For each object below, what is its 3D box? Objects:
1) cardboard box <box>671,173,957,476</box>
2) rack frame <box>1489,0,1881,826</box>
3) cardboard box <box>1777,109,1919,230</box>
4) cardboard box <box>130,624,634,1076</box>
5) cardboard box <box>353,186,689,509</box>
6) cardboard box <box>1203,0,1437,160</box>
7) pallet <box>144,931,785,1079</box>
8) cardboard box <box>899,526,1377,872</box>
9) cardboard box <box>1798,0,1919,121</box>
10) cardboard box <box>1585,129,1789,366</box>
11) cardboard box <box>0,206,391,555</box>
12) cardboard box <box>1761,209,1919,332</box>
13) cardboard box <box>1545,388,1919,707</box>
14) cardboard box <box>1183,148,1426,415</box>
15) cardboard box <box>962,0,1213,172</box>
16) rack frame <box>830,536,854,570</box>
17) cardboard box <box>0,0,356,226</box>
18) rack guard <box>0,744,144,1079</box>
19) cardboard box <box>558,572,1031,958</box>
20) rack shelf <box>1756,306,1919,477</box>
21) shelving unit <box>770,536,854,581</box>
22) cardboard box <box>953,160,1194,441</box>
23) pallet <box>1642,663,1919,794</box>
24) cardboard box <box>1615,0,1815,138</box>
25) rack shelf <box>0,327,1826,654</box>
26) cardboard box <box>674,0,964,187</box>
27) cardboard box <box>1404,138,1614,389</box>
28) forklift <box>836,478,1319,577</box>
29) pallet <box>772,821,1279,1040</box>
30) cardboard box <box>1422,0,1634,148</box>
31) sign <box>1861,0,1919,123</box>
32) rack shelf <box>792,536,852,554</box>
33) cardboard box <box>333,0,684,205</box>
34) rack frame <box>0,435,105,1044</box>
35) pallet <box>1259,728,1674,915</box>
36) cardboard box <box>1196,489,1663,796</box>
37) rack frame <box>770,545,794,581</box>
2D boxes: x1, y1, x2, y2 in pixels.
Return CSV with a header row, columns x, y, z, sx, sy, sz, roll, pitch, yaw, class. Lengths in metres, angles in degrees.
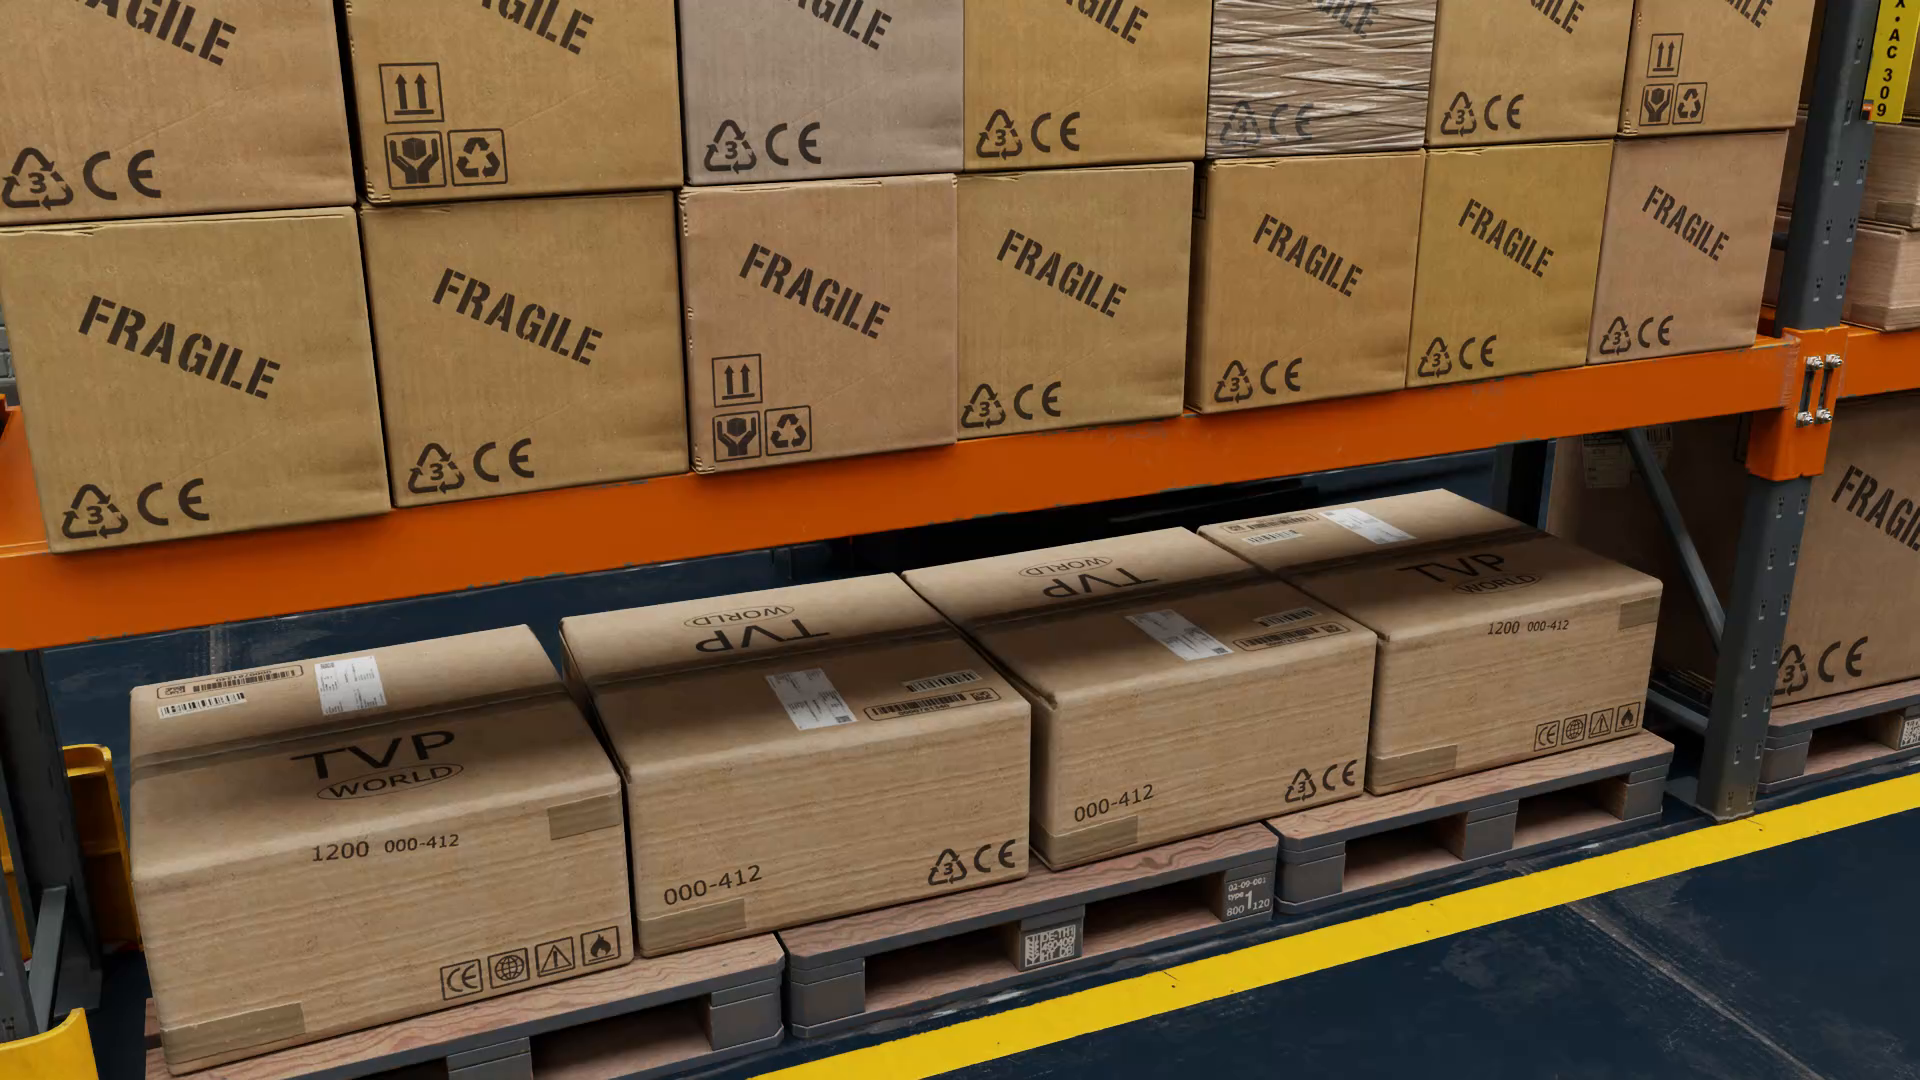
x,y,z,sx,sy,sz,roll,pitch,yaw,class
-0.332,-0.455,3.148,0.500,0.500,0.500,-8,21,-22,cardboard box
1.859,-0.822,4.341,0.127,3.000,1.000,-8,21,-22,rack frame
2.375,-0.959,4.203,0.500,0.250,0.500,-9,21,-23,cardboard box
-1.248,0.597,3.536,0.875,0.438,0.875,-9,21,-24,cardboard box
-0.806,-0.394,2.974,0.500,0.500,0.500,-8,21,-23,cardboard box
0.602,-1.061,3.362,0.500,0.500,0.500,-8,21,-21,cardboard box
-1.111,0.890,3.676,1.213,0.211,1.003,-8,21,-22,pallet
0.418,0.356,4.220,0.875,0.438,0.875,-9,21,-24,cardboard box
2.377,-1.311,4.074,0.500,0.500,0.500,-8,21,-21,cardboard box
1.534,-0.731,3.930,0.500,0.500,0.500,-8,21,-21,cardboard box
-1.260,-0.319,2.761,0.500,0.500,0.500,-8,21,-22,cardboard box
2.367,-0.729,4.302,0.500,0.250,0.500,-9,21,-23,cardboard box
2.396,-0.124,4.925,0.875,0.875,0.875,-7,21,-20,cardboard box
0.608,-0.591,3.532,0.500,0.500,0.500,-8,21,-23,cardboard box
0.138,-0.997,3.182,0.500,0.500,0.500,-8,21,-22,cardboard box
-0.447,-0.411,6.109,0.008,1.050,0.200,-10,22,-27,rack frame
-1.260,-0.791,2.597,0.500,0.500,0.500,-9,21,-23,cardboard box
-1.836,0.886,3.253,0.348,0.500,1.175,-8,21,-22,rack guard
-0.411,0.474,3.885,0.875,0.438,0.875,-8,21,-20,cardboard box
3.695,-0.746,5.208,4.000,0.370,1.077,-8,21,-22,rack shelf
-0.554,-0.392,6.054,0.252,1.050,0.215,-10,22,-27,shelving unit
0.121,-0.526,3.350,0.500,0.500,0.500,-7,21,-20,cardboard box
2.537,0.368,5.158,1.213,0.211,1.003,-8,21,-22,pallet
1.535,-1.195,3.743,0.500,0.500,0.500,-8,21,-22,cardboard box
0.022,-0.220,3.714,4.000,0.370,1.077,-8,21,-22,rack shelf
-0.319,-0.931,2.995,0.500,0.500,0.500,-8,21,-22,cardboard box
1.064,-0.661,3.733,0.500,0.500,0.500,-9,21,-23,cardboard box
0.862,-1.558,6.533,3.031,2.935,1.130,-10,22,-27,forklift
0.008,0.731,4.129,1.213,0.211,1.003,-8,21,-22,pallet
1.066,-1.131,3.561,0.500,0.500,0.500,-8,21,-23,cardboard box
2.080,-1.099,3.704,0.005,0.325,0.100,-8,21,-22,sign
-0.554,-0.120,6.150,0.240,0.259,0.215,-10,22,-27,rack shelf
-0.789,-0.861,2.796,0.500,0.500,0.500,-9,21,-23,cardboard box
-1.814,-0.296,2.847,0.127,3.000,1.000,-8,21,-22,rack frame
1.130,0.569,4.588,1.213,0.211,1.003,-8,21,-22,pallet
1.240,0.238,4.555,0.875,0.438,0.875,-8,21,-23,cardboard box
-0.661,-0.373,5.999,0.008,1.050,0.200,-10,22,-27,rack frame
